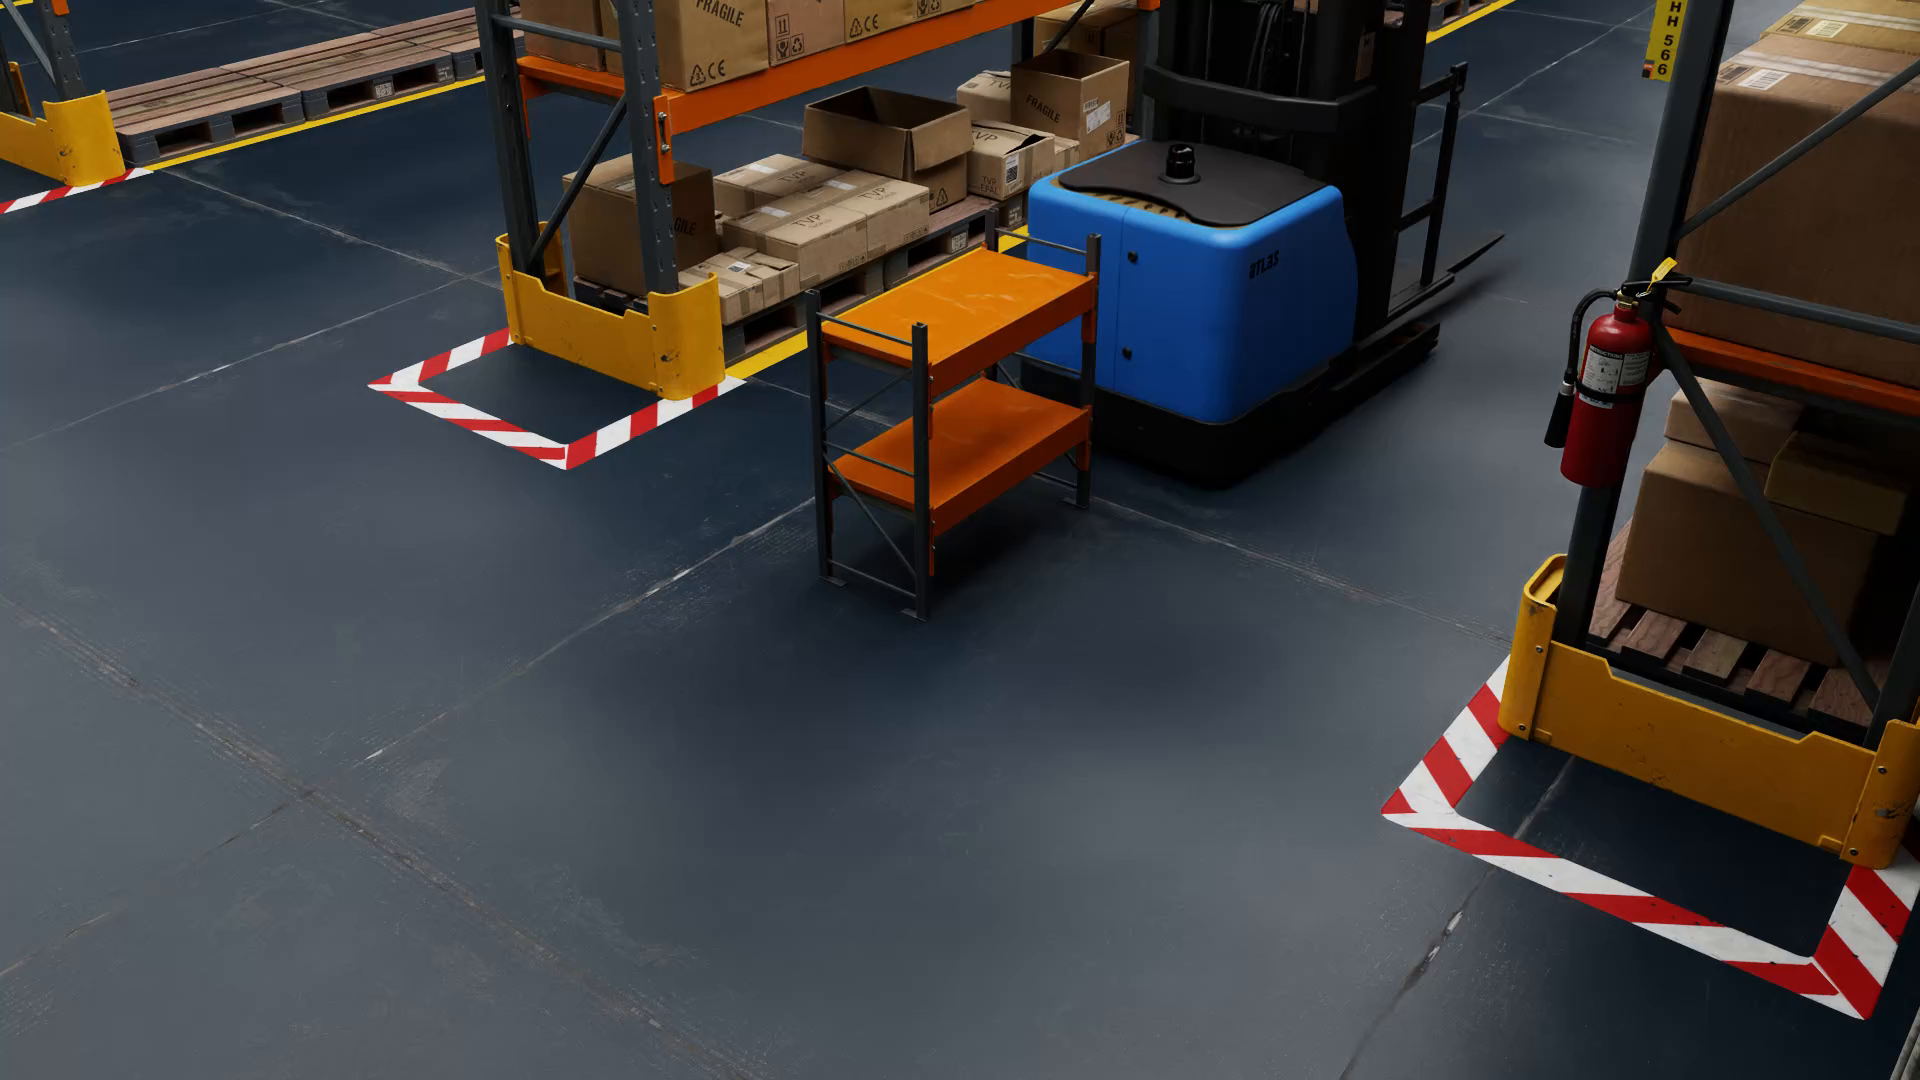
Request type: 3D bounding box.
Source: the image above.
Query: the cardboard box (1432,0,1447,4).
[{"bbox_3d":[3.718,-4.487,13.268,0.500,0.250,0.500,21,37,31],"label":"cardboard box"}]

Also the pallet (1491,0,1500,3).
[{"bbox_3d":[4.433,-4.983,14.556,1.003,0.211,1.213,21,37,31],"label":"pallet"}]

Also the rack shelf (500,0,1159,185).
[{"bbox_3d":[-0.454,-2.618,8.536,1.077,0.370,4.000,21,37,31],"label":"rack shelf"}]

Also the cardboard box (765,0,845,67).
[{"bbox_3d":[-0.876,-2.468,7.479,0.500,0.500,0.500,21,36,31],"label":"cardboard box"}]

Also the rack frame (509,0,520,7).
[{"bbox_3d":[-3.194,-5.266,12.299,1.000,3.000,0.127,21,37,31],"label":"rack frame"}]

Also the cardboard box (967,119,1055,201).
[{"bbox_3d":[0.183,-2.149,9.245,0.500,0.311,0.500,21,37,31],"label":"cardboard box"}]

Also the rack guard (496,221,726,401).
[{"bbox_3d":[-1.615,-1.070,7.670,1.175,0.500,0.348,21,37,31],"label":"rack guard"}]

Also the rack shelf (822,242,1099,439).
[{"bbox_3d":[-0.004,-0.733,5.914,0.538,0.278,1.000,21,37,31],"label":"rack shelf"}]

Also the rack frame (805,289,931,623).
[{"bbox_3d":[-0.311,-0.275,5.714,0.500,1.125,0.032,21,37,31],"label":"rack frame"}]

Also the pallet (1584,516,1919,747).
[{"bbox_3d":[2.711,0.259,5.711,1.003,0.211,1.213,21,37,31],"label":"pallet"}]

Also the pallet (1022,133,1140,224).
[{"bbox_3d":[0.338,-2.262,9.964,1.003,0.211,1.213,21,37,31],"label":"pallet"}]

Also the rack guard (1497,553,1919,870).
[{"bbox_3d":[2.276,0.493,5.032,1.175,0.500,0.348,21,37,31],"label":"rack guard"}]

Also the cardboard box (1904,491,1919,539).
[{"bbox_3d":[3.238,-0.420,6.162,0.700,0.500,0.500,20,36,30],"label":"cardboard box"}]

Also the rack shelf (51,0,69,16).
[{"bbox_3d":[-4.401,-4.144,11.111,1.077,0.370,4.000,21,37,31],"label":"rack shelf"}]

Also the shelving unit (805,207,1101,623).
[{"bbox_3d":[-0.004,-0.481,6.063,0.538,1.125,1.048,21,37,31],"label":"shelving unit"}]

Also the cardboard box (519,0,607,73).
[{"bbox_3d":[-1.608,-2.423,7.404,0.500,0.500,0.500,22,37,33],"label":"cardboard box"}]

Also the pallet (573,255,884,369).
[{"bbox_3d":[-1.135,-1.270,8.291,1.003,0.211,1.213,21,37,31],"label":"pallet"}]

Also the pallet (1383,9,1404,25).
[{"bbox_3d":[2.687,-3.875,12.686,1.003,0.211,1.213,21,37,31],"label":"pallet"}]

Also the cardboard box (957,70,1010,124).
[{"bbox_3d":[0.327,-2.669,10.122,0.500,0.311,0.500,21,37,31],"label":"cardboard box"}]

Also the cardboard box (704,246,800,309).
[{"bbox_3d":[-0.984,-1.251,7.871,0.380,0.166,0.250,21,37,31],"label":"cardboard box"}]

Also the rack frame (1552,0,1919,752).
[{"bbox_3d":[2.290,-0.592,4.411,1.000,3.000,0.127,21,37,31],"label":"rack frame"}]

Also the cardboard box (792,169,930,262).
[{"bbox_3d":[-0.503,-1.661,8.481,0.500,0.250,0.500,21,37,31],"label":"cardboard box"}]

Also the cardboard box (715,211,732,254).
[{"bbox_3d":[-1.213,-1.519,8.323,0.380,0.166,0.250,21,37,31],"label":"cardboard box"}]

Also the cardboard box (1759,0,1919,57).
[{"bbox_3d":[3.020,-1.230,5.194,0.980,0.700,0.700,21,36,31],"label":"cardboard box"}]

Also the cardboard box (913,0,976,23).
[{"bbox_3d":[-0.268,-2.874,8.164,0.500,0.500,0.500,22,37,32],"label":"cardboard box"}]

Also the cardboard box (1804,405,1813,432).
[{"bbox_3d":[2.719,-0.504,5.666,0.380,0.149,0.250,22,37,33],"label":"cardboard box"}]

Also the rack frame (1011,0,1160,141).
[{"bbox_3d":[0.753,-3.741,9.724,1.000,3.000,0.127,21,37,31],"label":"rack frame"}]

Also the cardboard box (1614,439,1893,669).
[{"bbox_3d":[2.633,-0.012,5.473,0.700,0.500,0.500,21,37,31],"label":"cardboard box"}]

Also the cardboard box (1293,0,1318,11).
[{"bbox_3d":[2.166,-3.602,11.511,0.500,0.500,0.500,20,36,30],"label":"cardboard box"}]

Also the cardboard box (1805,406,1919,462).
[{"bbox_3d":[3.022,-0.385,5.466,0.380,0.149,0.250,21,37,31],"label":"cardboard box"}]

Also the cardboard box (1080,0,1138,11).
[{"bbox_3d":[1.128,-3.342,11.071,0.500,0.500,0.500,21,37,31],"label":"cardboard box"}]

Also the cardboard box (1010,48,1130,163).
[{"bbox_3d":[0.635,-2.536,9.711,0.500,0.500,0.500,21,37,31],"label":"cardboard box"}]

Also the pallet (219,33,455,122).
[{"bbox_3d":[-4.343,-3.258,11.645,1.003,0.211,1.213,21,37,31],"label":"pallet"}]

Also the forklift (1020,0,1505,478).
[{"bbox_3d":[1.592,-2.186,7.168,1.130,2.935,3.031,23,38,34],"label":"forklift"}]
